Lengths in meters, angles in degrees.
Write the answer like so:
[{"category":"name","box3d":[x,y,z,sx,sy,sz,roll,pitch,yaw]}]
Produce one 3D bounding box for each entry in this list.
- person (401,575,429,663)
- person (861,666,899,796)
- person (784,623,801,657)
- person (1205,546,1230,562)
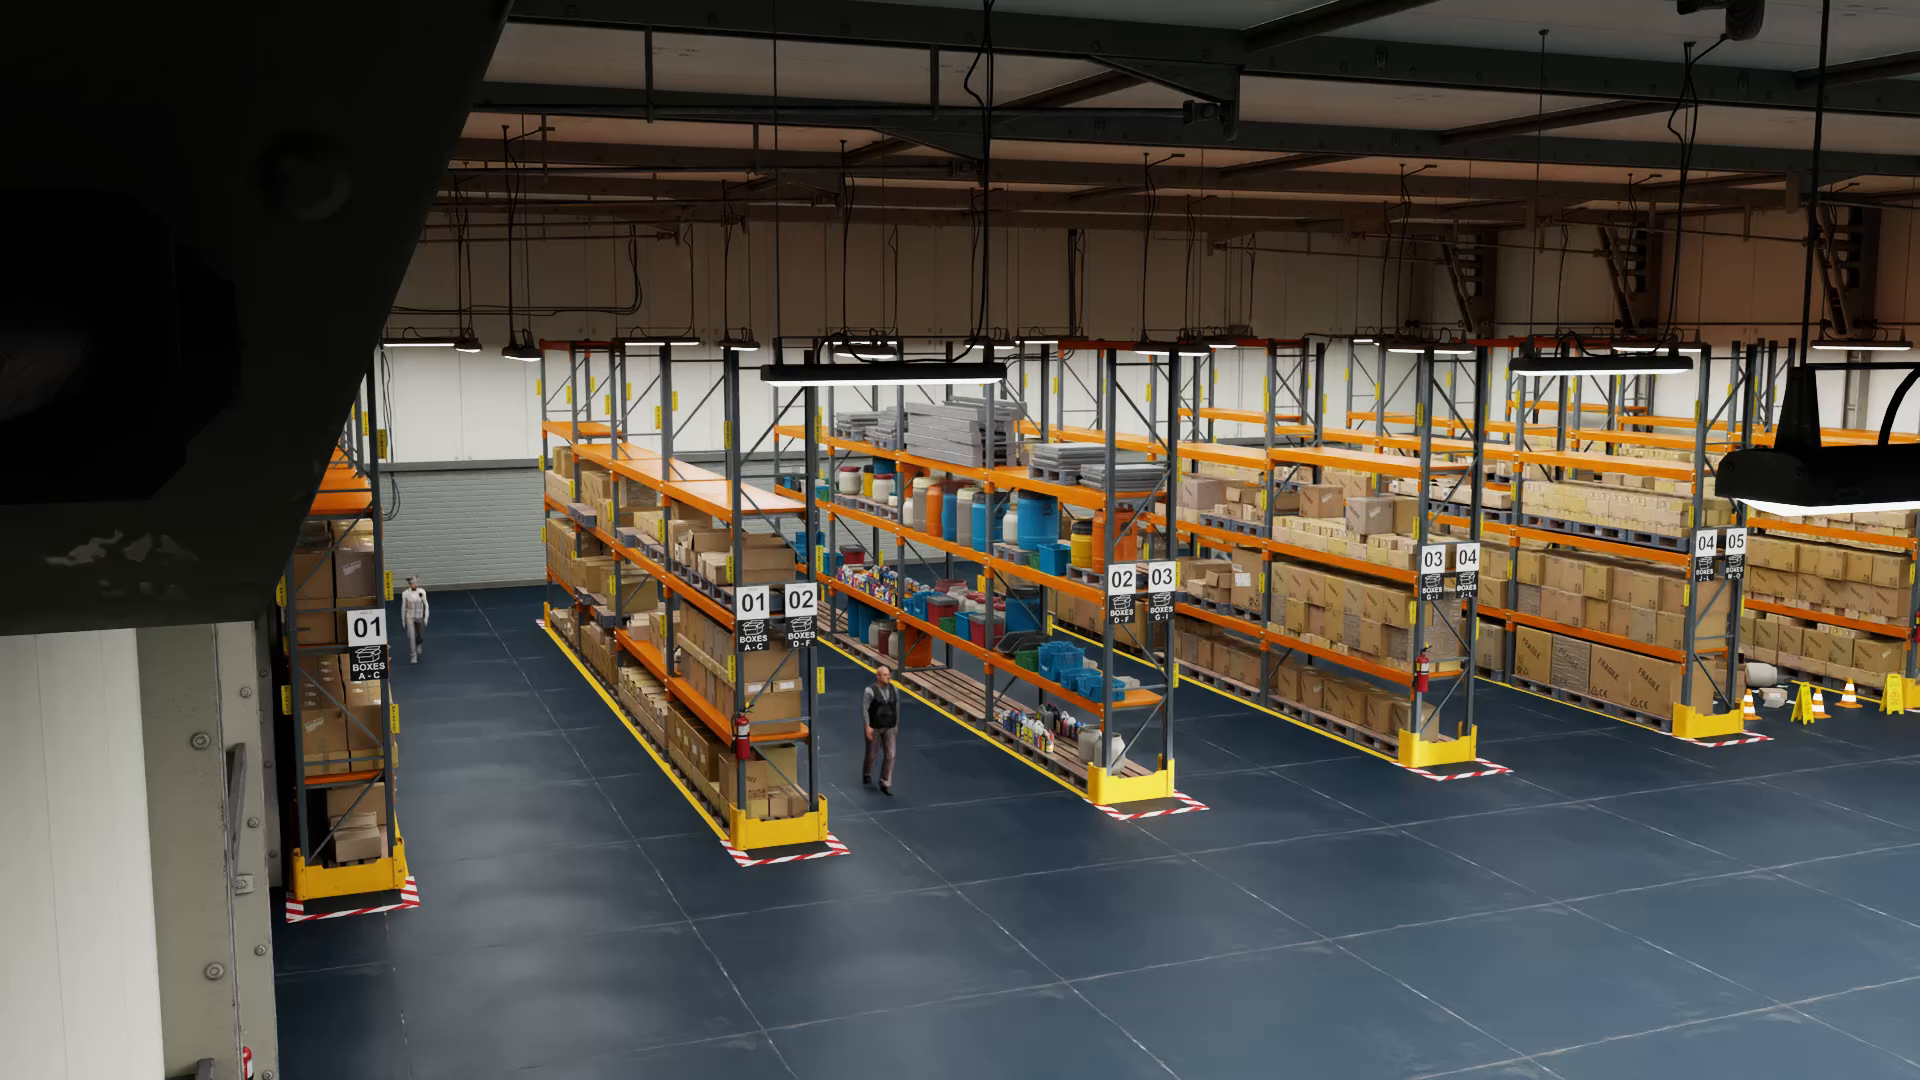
[{"category":"person","box3d":[-10.247,1.446,31.262,0.492,1.633,0.852,-3,8,-25]},{"category":"person","box3d":[-1.062,2.574,22.627,0.615,1.722,0.762,-4,9,-29]},{"category":"person","box3d":[-3.040,1.615,30.396,0.531,1.517,0.794,-1,8,-10]},{"category":"person","box3d":[6.384,0.033,41.738,1.036,1.697,0.529,0,7,-1]}]
